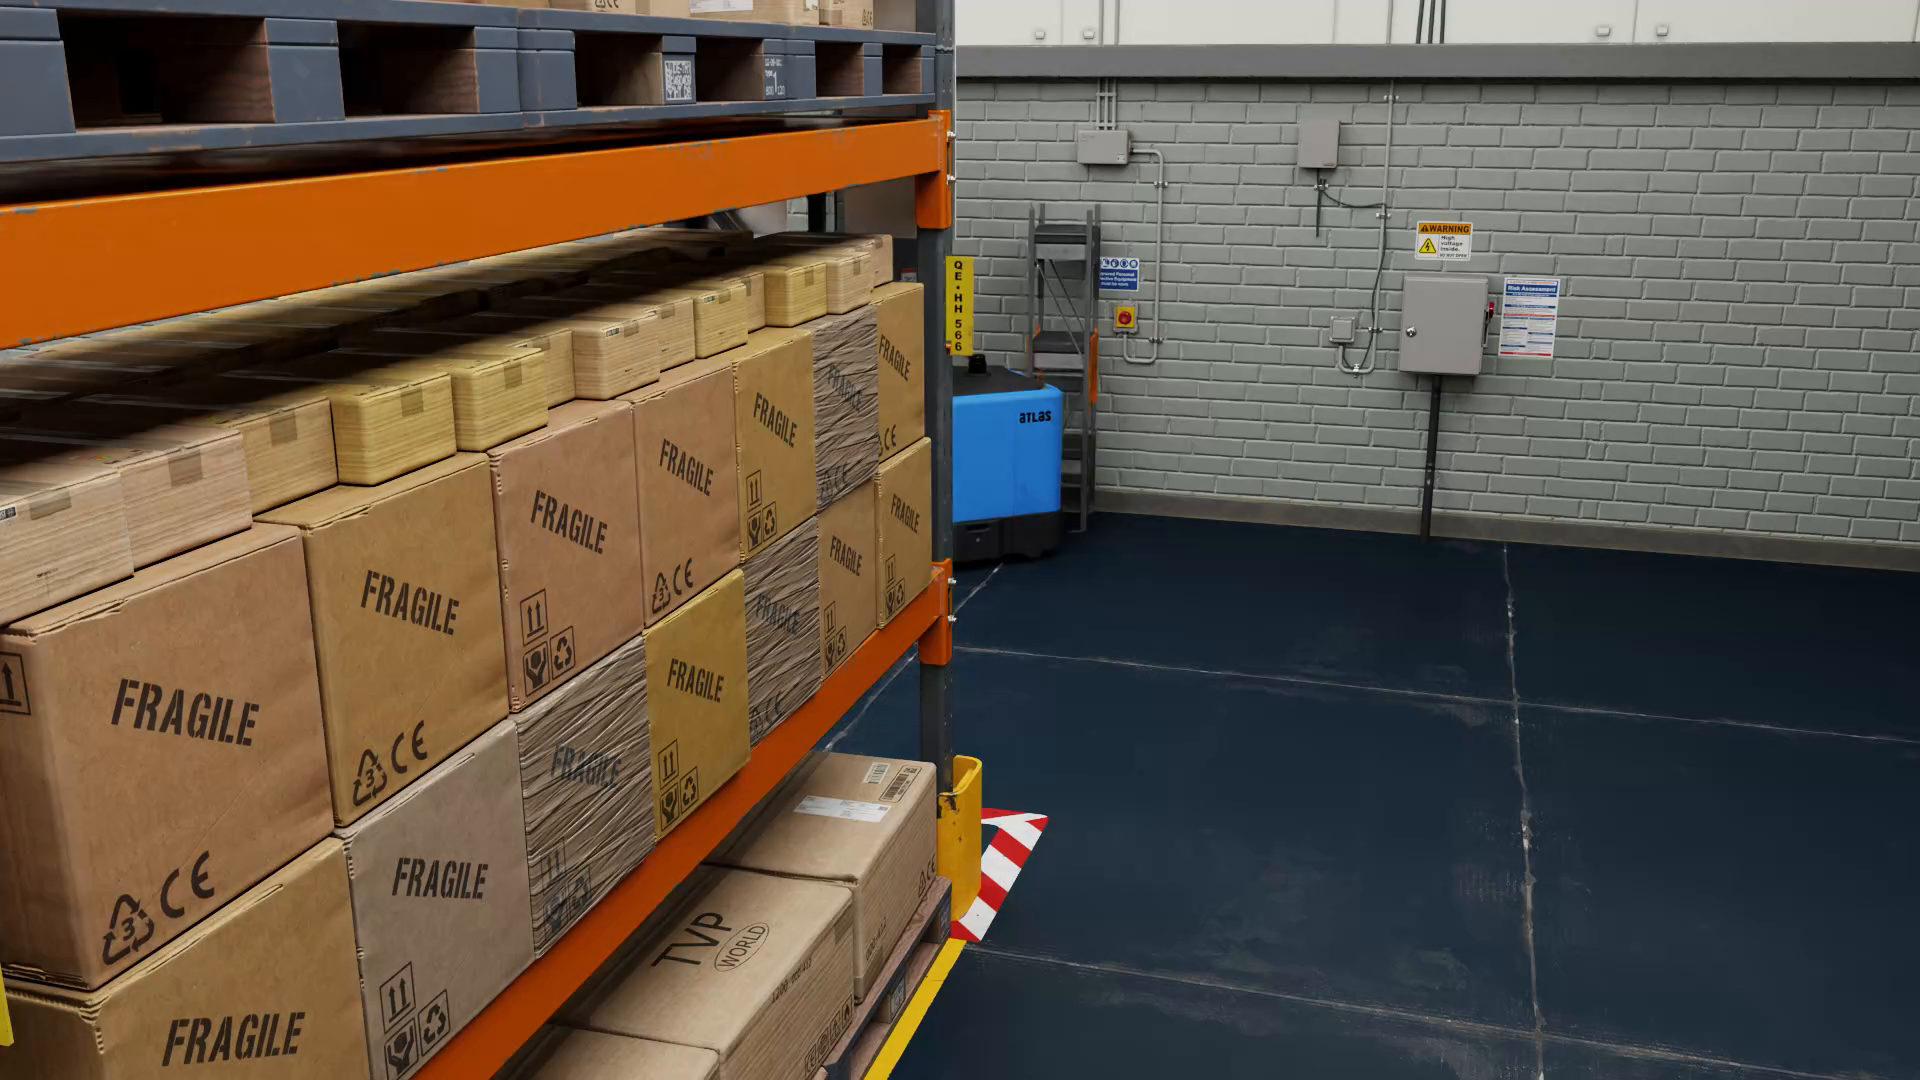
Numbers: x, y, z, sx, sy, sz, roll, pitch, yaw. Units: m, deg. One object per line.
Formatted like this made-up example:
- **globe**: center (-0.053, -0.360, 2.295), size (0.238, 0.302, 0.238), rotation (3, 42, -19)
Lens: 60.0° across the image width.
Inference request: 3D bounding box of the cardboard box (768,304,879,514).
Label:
- **cardboard box**: center (-0.550, -0.393, 4.702), size (0.500, 0.500, 0.500), rotation (5, 16, 16)

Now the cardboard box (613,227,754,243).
- **cardboard box**: center (-0.887, -0.917, 5.362), size (0.380, 0.149, 0.250), rotation (5, 17, 17)

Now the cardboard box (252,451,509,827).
- **cardboard box**: center (-1.140, 0.132, 2.850), size (0.500, 0.500, 0.500), rotation (4, 16, 15)

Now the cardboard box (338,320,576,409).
- **cardboard box**: center (-1.004, -0.343, 3.336), size (0.380, 0.149, 0.250), rotation (5, 16, 16)

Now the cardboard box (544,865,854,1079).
- **cardboard box**: center (-0.864, 1.304, 4.662), size (0.875, 0.438, 0.875), rotation (5, 17, 17)

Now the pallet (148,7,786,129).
- **pallet**: center (-1.066, -1.033, 3.639), size (1.003, 0.211, 1.213), rotation (5, 16, 16)

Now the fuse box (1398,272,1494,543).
- **fuse box**: center (3.032, -0.804, 10.527), size (0.539, 1.711, 0.414), rotation (5, 16, 16)

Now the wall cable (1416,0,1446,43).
- **wall cable**: center (4.206, -4.277, 9.348), size (2.988, 3.039, 0.133), rotation (5, 16, 16)

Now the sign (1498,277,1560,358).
- **sign**: center (3.564, -1.394, 10.420), size (0.329, 0.494, 0.001), rotation (5, 16, 16)

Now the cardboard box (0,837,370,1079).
- **cardboard box**: center (-1.273, 0.748, 2.510), size (0.500, 0.500, 0.500), rotation (5, 17, 18)

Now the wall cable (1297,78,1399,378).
- **wall cable**: center (2.423, -2.006, 10.544), size (0.588, 1.984, 0.122), rotation (5, 16, 16)

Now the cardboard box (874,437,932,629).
- **cardboard box**: center (-0.404, -0.049, 5.321), size (0.500, 0.500, 0.500), rotation (5, 17, 16)

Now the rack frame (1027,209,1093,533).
- **rack frame**: center (0.636, -1.070, 10.755), size (0.400, 2.100, 0.015), rotation (3, 16, 10)

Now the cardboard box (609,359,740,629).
- **cardboard box**: center (-0.838, -0.132, 3.784), size (0.500, 0.500, 0.500), rotation (5, 16, 15)

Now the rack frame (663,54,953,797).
- **rack frame**: center (-0.521, -0.148, 5.852), size (1.000, 3.000, 0.127), rotation (5, 16, 16)

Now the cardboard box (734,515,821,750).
- **cardboard box**: center (-0.698, 0.217, 4.386), size (0.500, 0.500, 0.500), rotation (5, 17, 17)

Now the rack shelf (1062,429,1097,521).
- **rack shelf**: center (0.680, -0.449, 11.181), size (0.431, 0.518, 0.480), rotation (3, 16, 10)

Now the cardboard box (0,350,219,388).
- **cardboard box**: center (-1.561, -0.240, 2.975), size (0.380, 0.149, 0.250), rotation (4, 16, 15)

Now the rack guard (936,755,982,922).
- **rack guard**: center (-0.514, 1.049, 6.216), size (1.175, 0.500, 0.348), rotation (5, 16, 16)

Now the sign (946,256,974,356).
- **sign**: center (-0.004, -0.773, 5.501), size (0.100, 0.325, 0.005), rotation (5, 16, 16)

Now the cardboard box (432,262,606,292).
- **cardboard box**: center (-1.158, -0.641, 4.388), size (0.380, 0.149, 0.250), rotation (5, 17, 16)

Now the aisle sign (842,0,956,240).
- **aisle sign**: center (-0.203, -1.393, 5.479), size (0.394, 0.787, 0.004), rotation (5, 16, 16)

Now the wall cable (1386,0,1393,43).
- **wall cable**: center (1.546, -4.485, 10.149), size (2.355, 3.000, 0.029), rotation (5, 16, 16)

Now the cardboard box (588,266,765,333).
- **cardboard box**: center (-0.726, -0.611, 4.283), size (0.380, 0.149, 0.250), rotation (4, 16, 15)

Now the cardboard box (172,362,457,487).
- **cardboard box**: center (-1.100, -0.203, 2.845), size (0.380, 0.149, 0.250), rotation (5, 16, 15)

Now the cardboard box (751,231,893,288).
- **cardboard box**: center (-0.431, -0.879, 5.228), size (0.380, 0.149, 0.250), rotation (5, 17, 17)

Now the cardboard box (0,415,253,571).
- **cardboard box**: center (-1.261, -0.073, 2.385), size (0.380, 0.149, 0.250), rotation (5, 17, 17)

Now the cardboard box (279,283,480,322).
- **cardboard box**: center (-1.368, -0.515, 3.943), size (0.380, 0.149, 0.250), rotation (4, 16, 15)

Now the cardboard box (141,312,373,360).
- **cardboard box**: center (-1.451, -0.377, 3.457), size (0.380, 0.149, 0.250), rotation (4, 16, 15)

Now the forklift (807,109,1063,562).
- **forklift**: center (-0.922, -1.268, 9.929), size (3.031, 2.935, 1.130), rotation (-6, 17, -22)

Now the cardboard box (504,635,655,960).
- **cardboard box**: center (-0.978, 0.487, 3.431), size (0.500, 0.500, 0.500), rotation (5, 17, 16)

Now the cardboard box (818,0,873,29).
- **cardboard box**: center (-0.562, -1.644, 4.953), size (0.500, 0.250, 0.500), rotation (3, 16, 11)

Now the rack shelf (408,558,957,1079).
- **rack shelf**: center (-1.089, 0.722, 4.106), size (1.077, 0.370, 4.000), rotation (5, 16, 16)

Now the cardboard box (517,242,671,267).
- **cardboard box**: center (-1.077, -0.784, 4.892), size (0.380, 0.149, 0.250), rotation (5, 17, 18)

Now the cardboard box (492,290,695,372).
- **cardboard box**: center (-0.833, -0.474, 3.799), size (0.380, 0.149, 0.250), rotation (5, 17, 18)

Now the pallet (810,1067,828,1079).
- **pallet**: center (-1.021, 1.727, 4.352), size (1.003, 0.211, 1.213), rotation (5, 16, 16)

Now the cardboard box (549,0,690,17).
- **cardboard box**: center (-0.994, -1.410, 4.017), size (0.500, 0.311, 0.500), rotation (5, 17, 17)

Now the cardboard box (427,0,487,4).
- **cardboard box**: center (-1.305, -1.199, 2.921), size (0.797, 0.503, 0.637), rotation (6, 17, 20)

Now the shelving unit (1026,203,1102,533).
- **shelving unit**: center (0.680, -1.136, 10.986), size (0.431, 2.100, 0.503), rotation (3, 16, 10)

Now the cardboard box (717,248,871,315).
- **cardboard box**: center (-0.472, -0.737, 4.726), size (0.380, 0.149, 0.250), rotation (4, 16, 15)
